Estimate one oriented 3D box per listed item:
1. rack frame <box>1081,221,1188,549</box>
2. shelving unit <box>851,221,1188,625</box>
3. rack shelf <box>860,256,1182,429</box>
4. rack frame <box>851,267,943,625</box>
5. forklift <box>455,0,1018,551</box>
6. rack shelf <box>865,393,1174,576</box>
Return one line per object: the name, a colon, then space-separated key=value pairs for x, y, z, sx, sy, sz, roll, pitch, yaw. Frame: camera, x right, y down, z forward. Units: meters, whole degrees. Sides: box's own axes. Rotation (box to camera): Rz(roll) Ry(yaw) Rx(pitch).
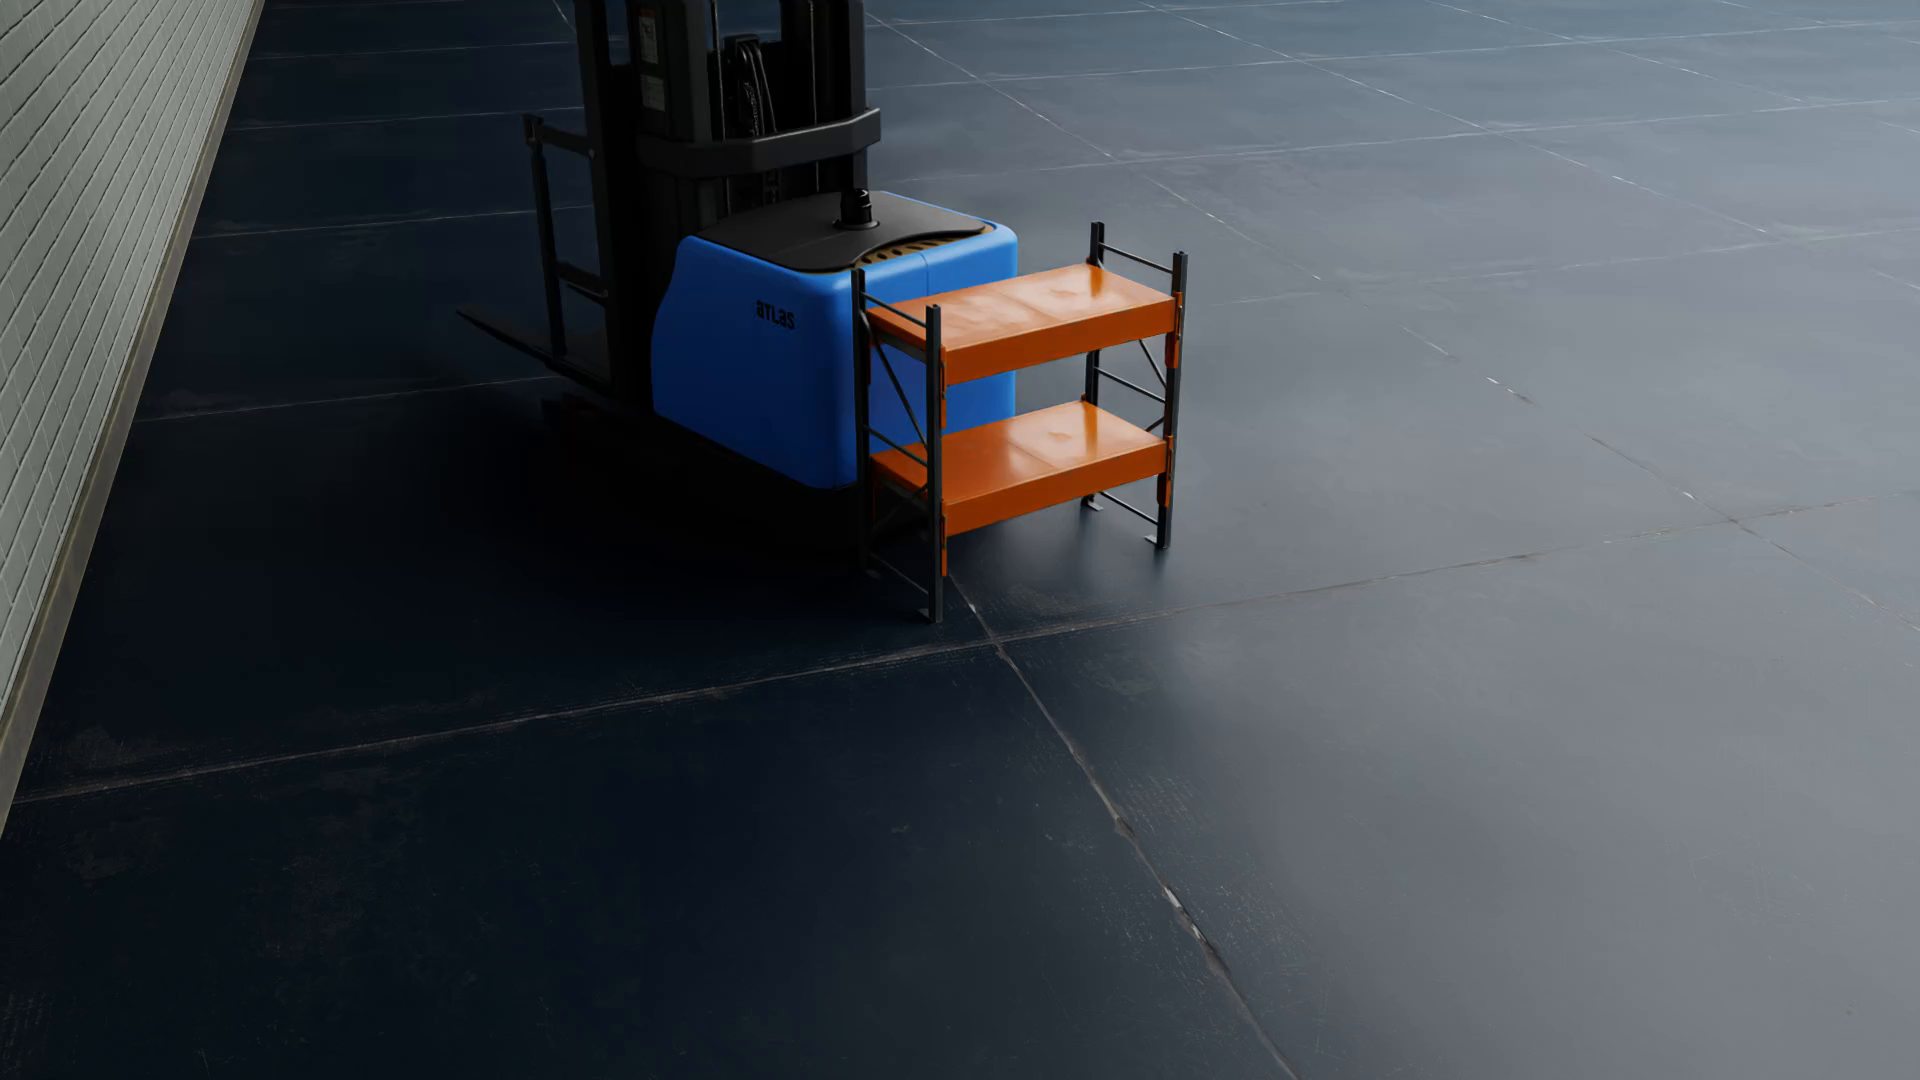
rack frame: x=0.630 y=-0.565 z=6.124 sx=0.032 sy=1.125 sz=0.500 roll=-17 pitch=31 yaw=-30
shelving unit: x=0.209 y=-0.438 z=5.868 sx=1.048 sy=1.125 sz=0.538 roll=-17 pitch=31 yaw=-30
rack shelf: x=0.209 y=-0.701 z=5.738 sx=1.000 sy=0.278 sz=0.538 roll=-17 pitch=31 yaw=-30
rack frame: x=-0.211 y=-0.311 z=5.612 sx=0.032 sy=1.125 sz=0.500 roll=-17 pitch=31 yaw=-30
forklift: x=-1.146 y=-1.839 z=6.658 sx=1.130 sy=2.935 sz=3.031 roll=-23 pitch=34 yaw=-38
rack shelf: x=0.209 y=-0.219 z=5.977 sx=1.000 sy=0.278 sz=0.538 roll=-17 pitch=31 yaw=-30
